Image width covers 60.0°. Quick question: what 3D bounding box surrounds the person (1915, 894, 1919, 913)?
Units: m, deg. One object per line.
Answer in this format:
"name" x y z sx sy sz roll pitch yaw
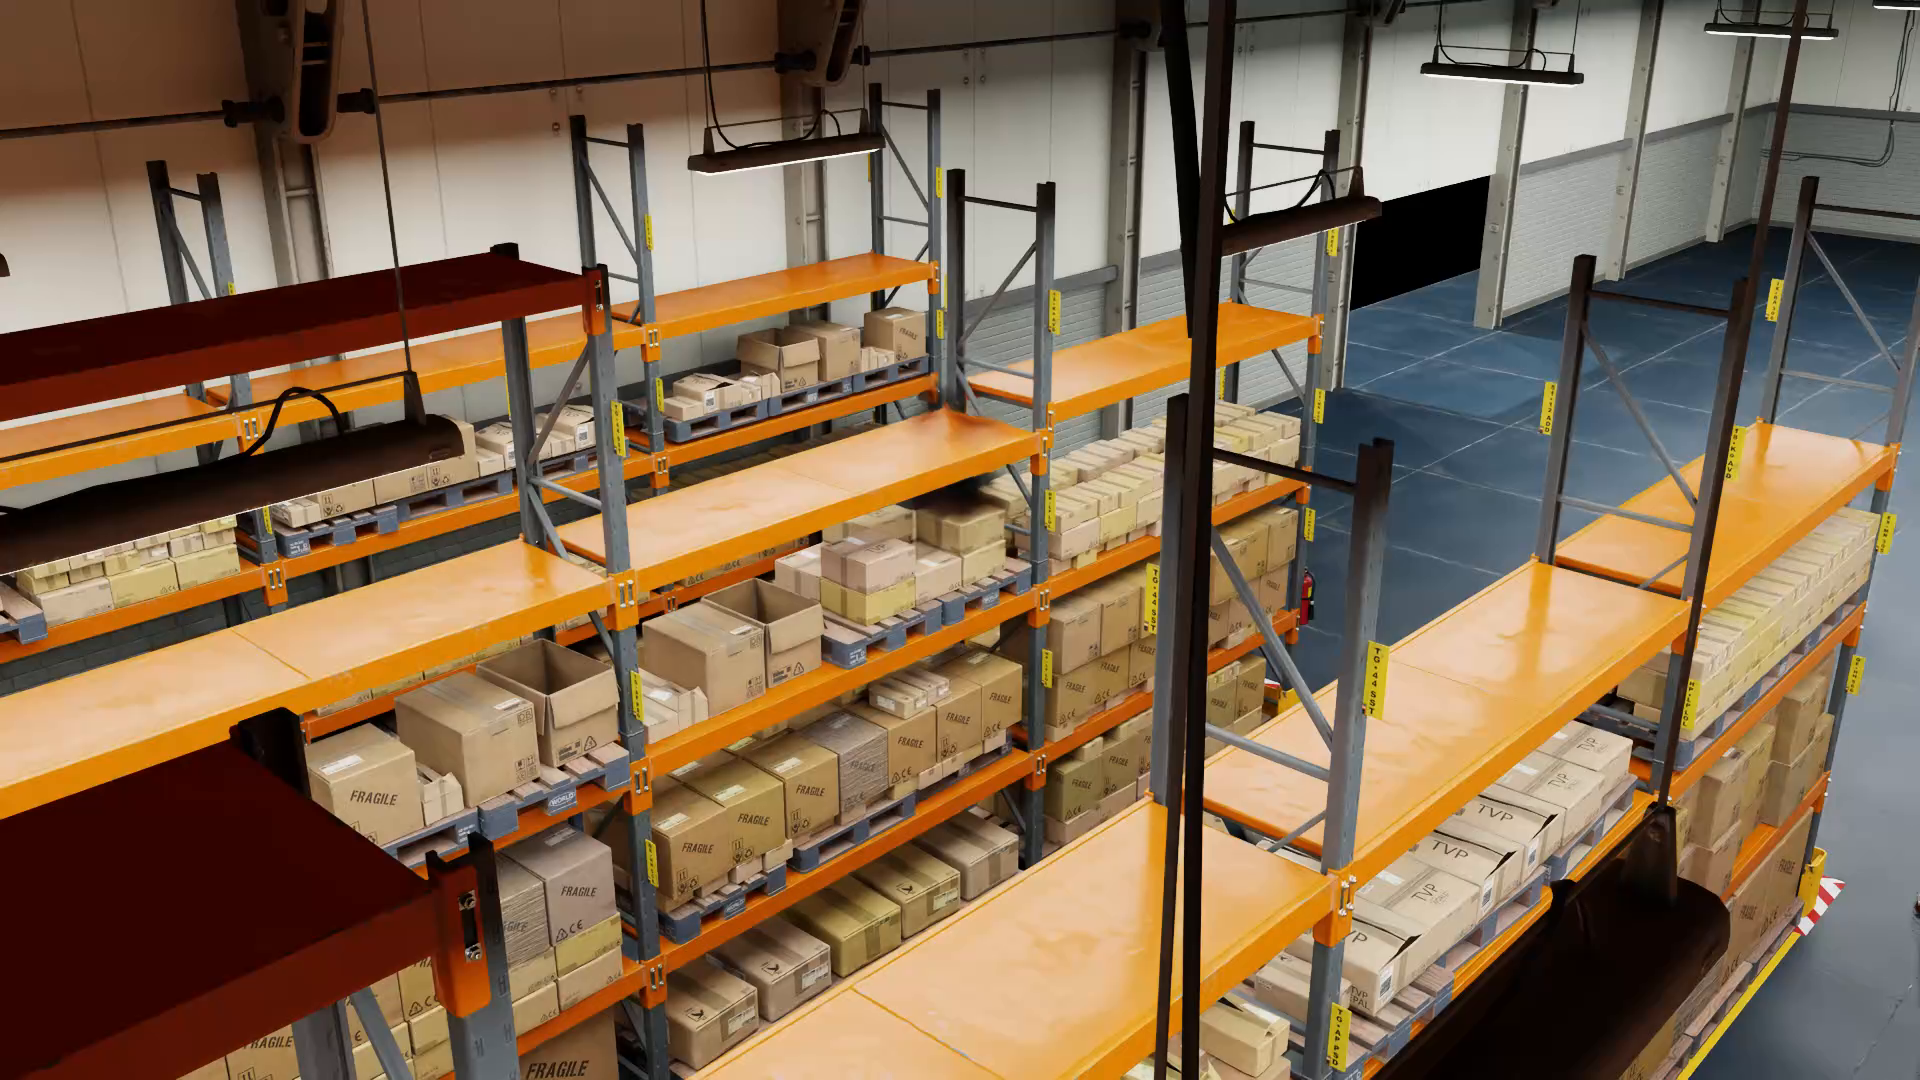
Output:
"person" 7.267 2.929 12.056 0.700 1.738 0.633 11 24 26
